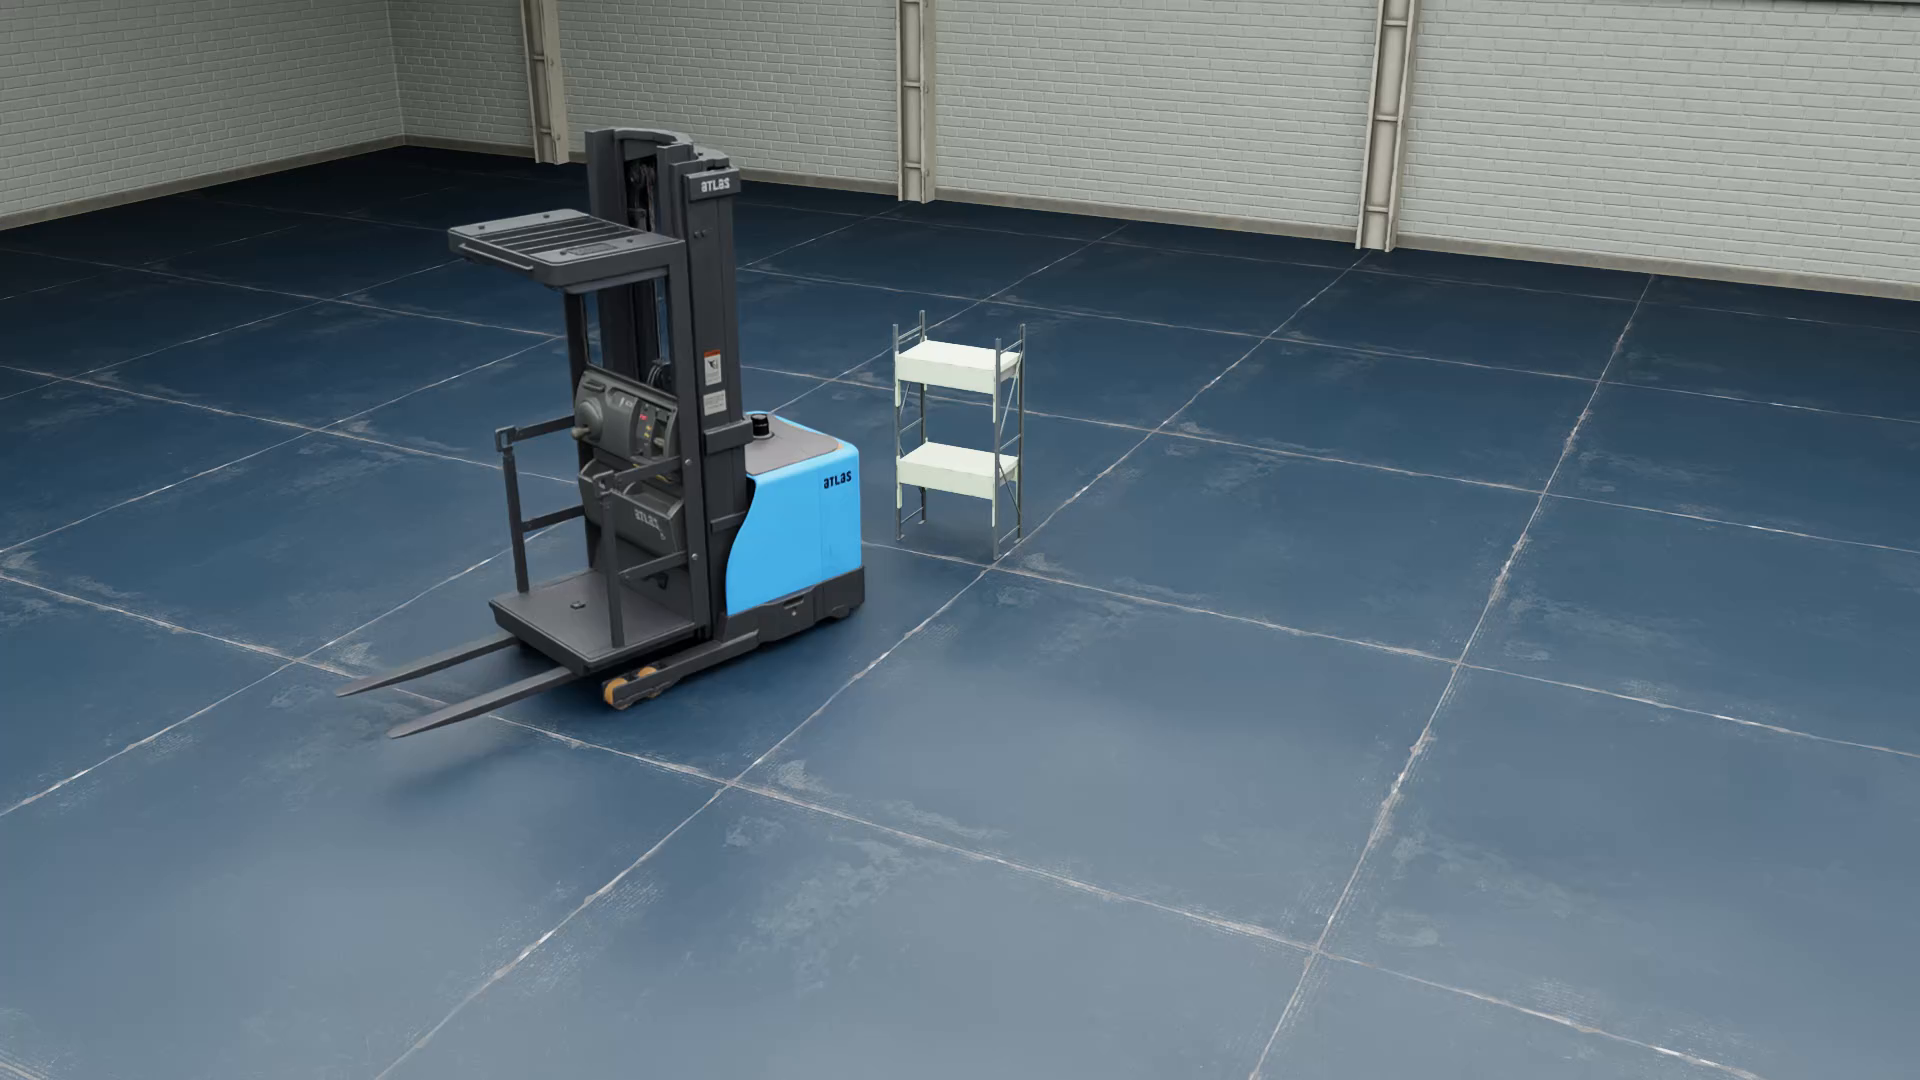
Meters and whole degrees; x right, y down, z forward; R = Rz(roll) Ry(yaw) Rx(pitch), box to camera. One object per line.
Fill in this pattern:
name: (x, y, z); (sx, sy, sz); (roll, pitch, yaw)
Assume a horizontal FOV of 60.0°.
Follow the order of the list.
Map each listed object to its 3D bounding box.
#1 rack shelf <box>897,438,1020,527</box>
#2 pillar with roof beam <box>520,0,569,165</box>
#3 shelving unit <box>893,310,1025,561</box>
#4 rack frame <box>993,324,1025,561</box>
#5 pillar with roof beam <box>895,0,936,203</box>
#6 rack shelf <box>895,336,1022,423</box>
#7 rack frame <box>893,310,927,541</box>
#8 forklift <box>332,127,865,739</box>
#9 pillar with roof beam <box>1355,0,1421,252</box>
rack shelf: (-0.006, -0.391, 11.087); (0.720, 0.370, 0.431); (11, 25, 25)
pillar with roof beam: (-7.858, -8.133, 18.876); (0.400, 9.000, 9.100); (11, 25, 25)
shelving unit: (-0.006, -0.691, 10.959); (0.755, 1.500, 0.431); (11, 25, 25)
rack frame: (0.321, -0.627, 10.807); (0.023, 1.500, 0.400); (11, 25, 25)
pillar with roof beam: (-2.503, -7.074, 16.385); (0.400, 9.000, 9.100); (11, 25, 25)
rack shelf: (-0.006, -1.050, 10.807); (0.720, 0.370, 0.431); (11, 25, 25)
rack frame: (-0.333, -0.756, 11.111); (0.023, 1.500, 0.400); (11, 25, 25)
forklift: (-1.995, -0.653, 9.040); (3.031, 2.935, 1.130); (-21, 31, -40)
pillar with roof beam: (2.851, -6.014, 13.893); (0.400, 9.000, 9.100); (11, 25, 25)
